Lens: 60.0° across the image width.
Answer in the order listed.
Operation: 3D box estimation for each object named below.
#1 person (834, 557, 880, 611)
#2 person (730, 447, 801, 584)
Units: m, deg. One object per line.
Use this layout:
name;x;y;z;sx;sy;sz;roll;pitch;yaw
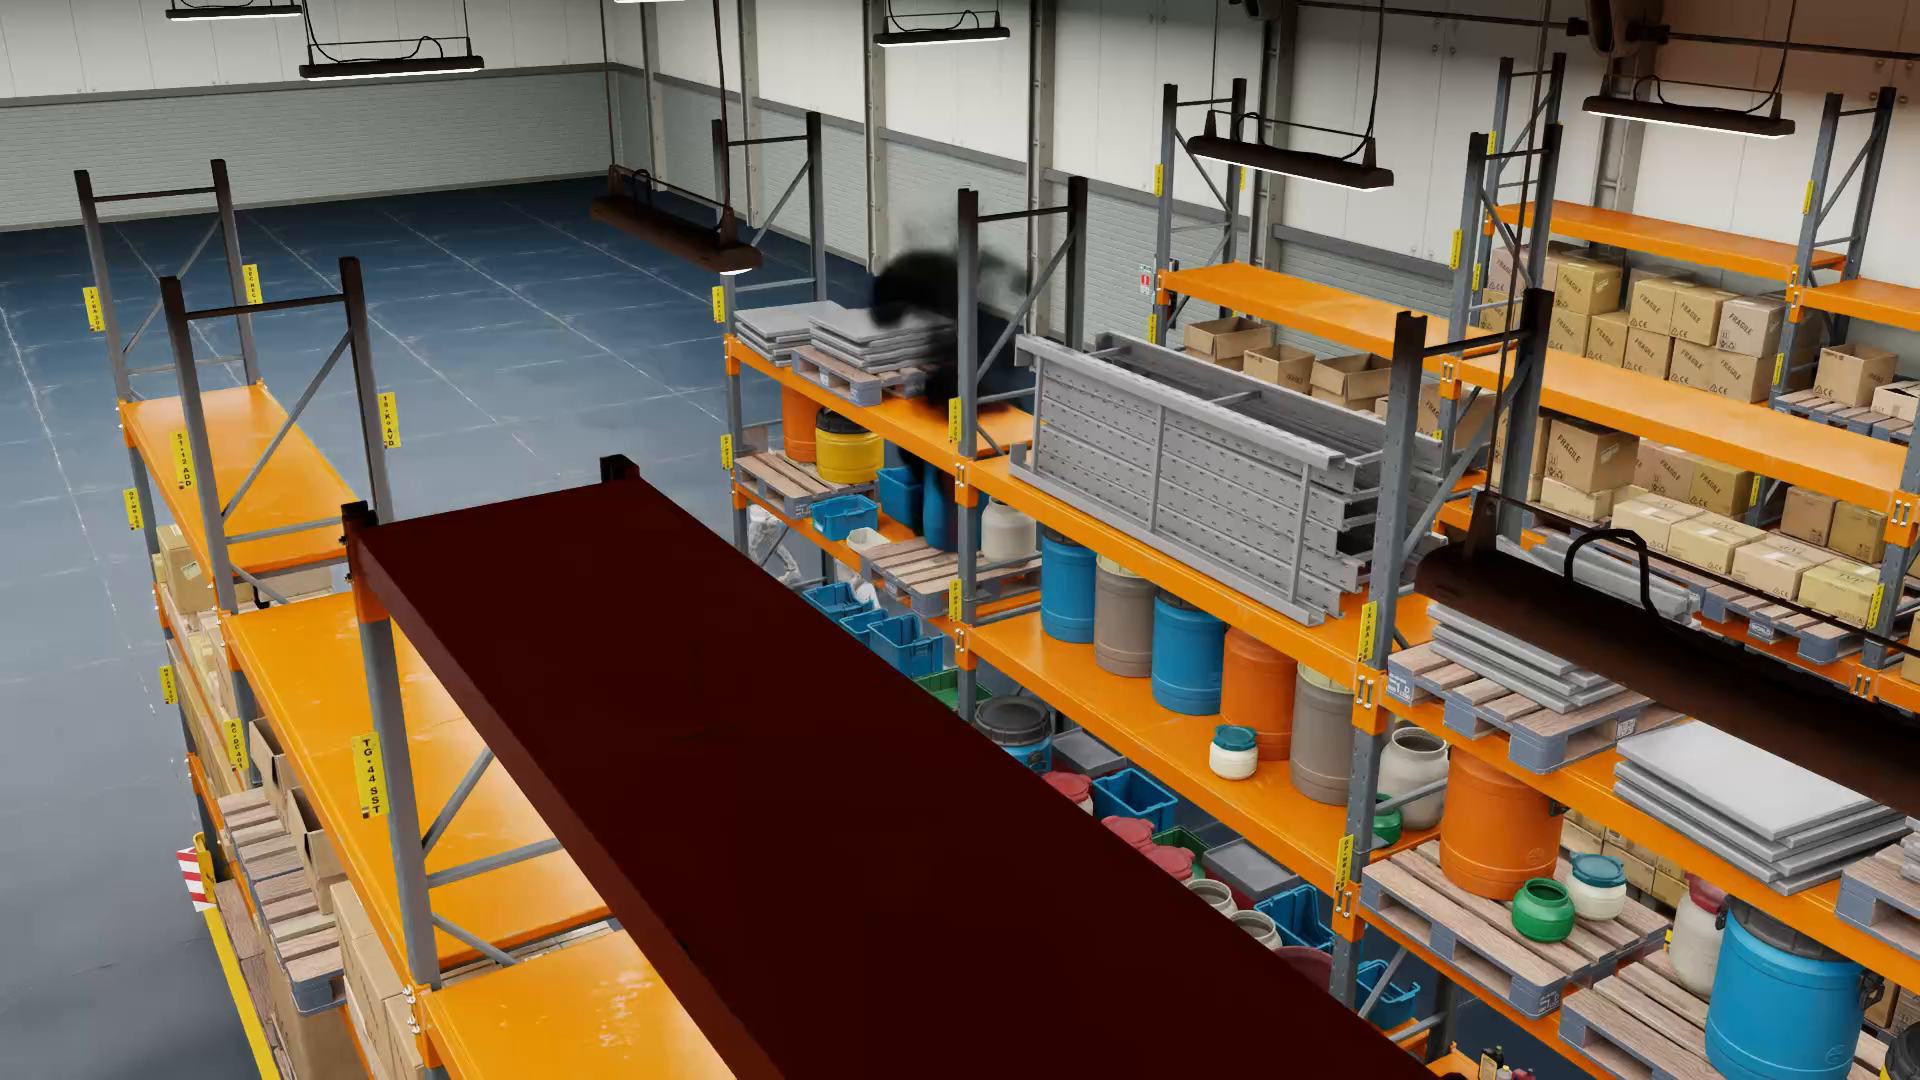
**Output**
person;-1.062;0.631;17.445;0.891;1.834;0.710;9;24;22
person;-2.287;-0.218;19.547;0.794;1.852;0.668;-3;22;-6
